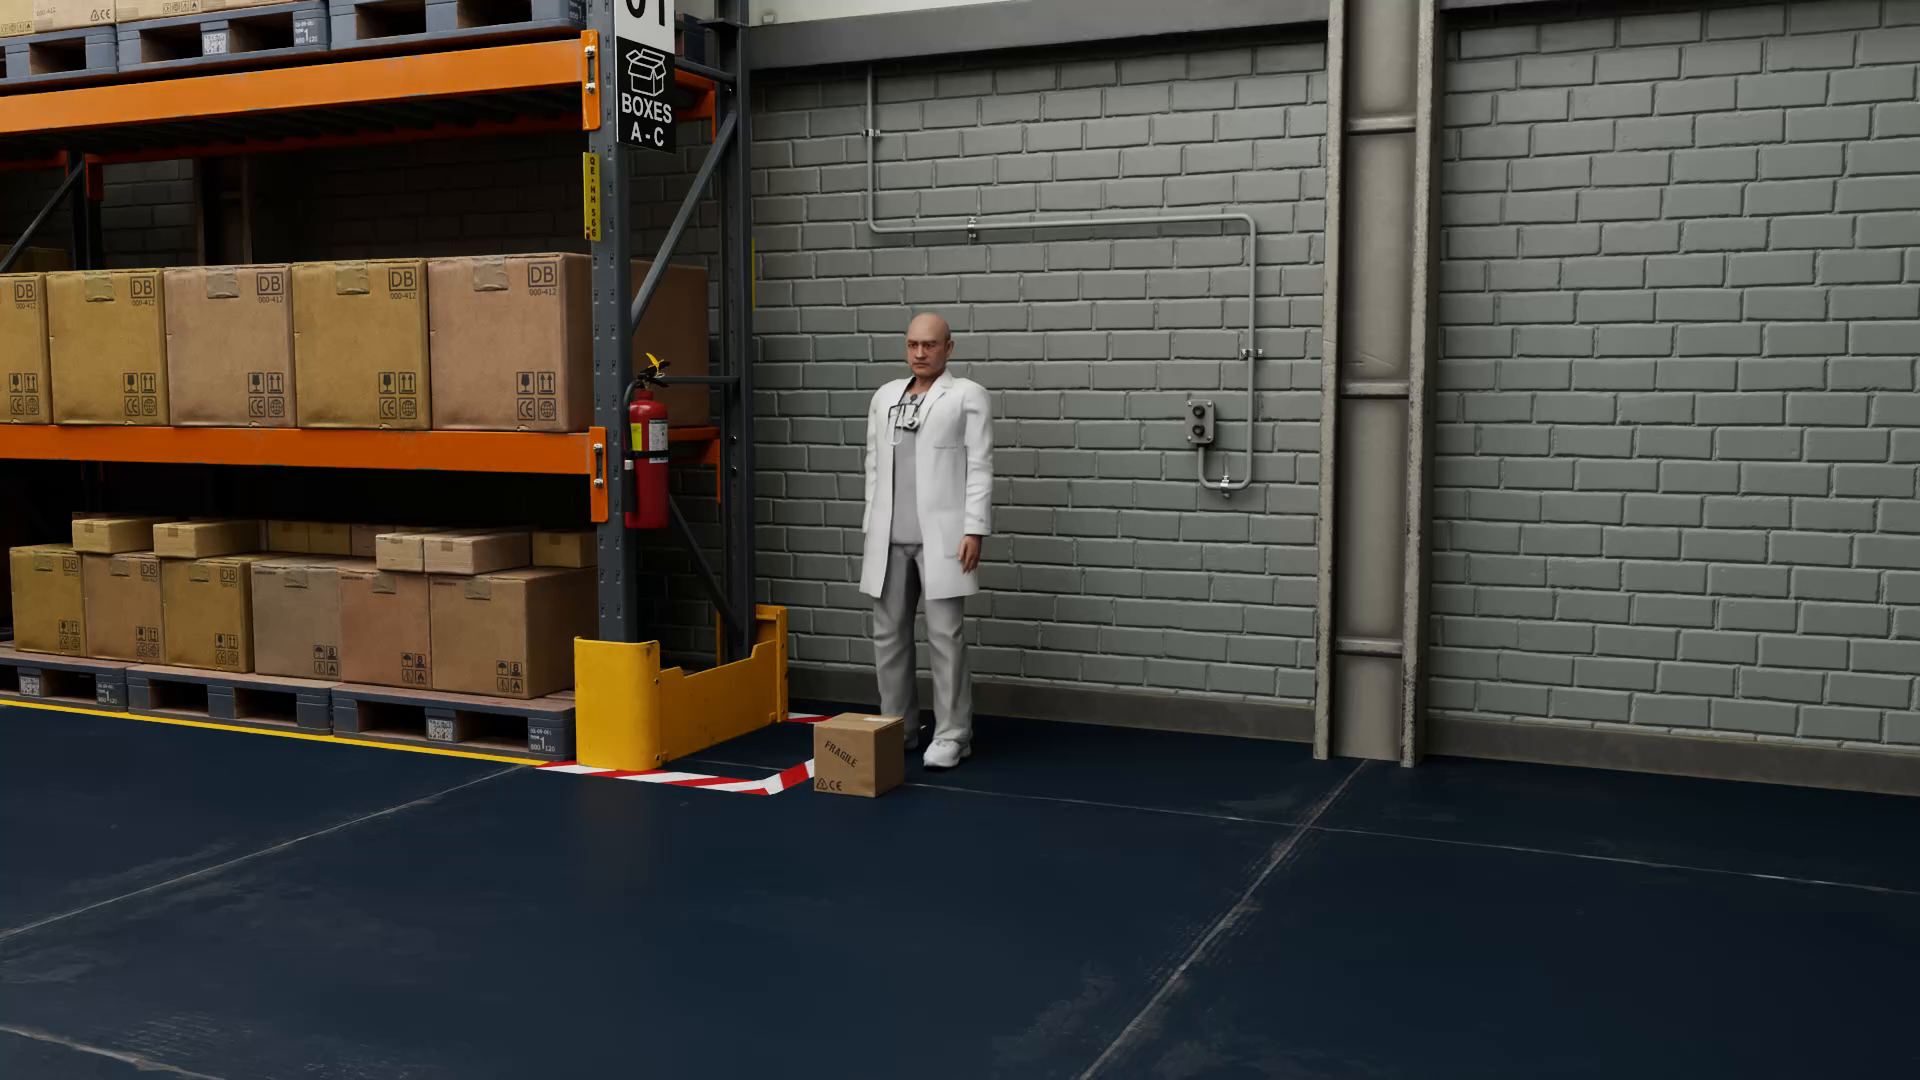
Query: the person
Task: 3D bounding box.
[{"bbox_3d":[-0.138,0.000,6.551,0.562,1.785,0.387,3,6,25],"label":"person"}]
